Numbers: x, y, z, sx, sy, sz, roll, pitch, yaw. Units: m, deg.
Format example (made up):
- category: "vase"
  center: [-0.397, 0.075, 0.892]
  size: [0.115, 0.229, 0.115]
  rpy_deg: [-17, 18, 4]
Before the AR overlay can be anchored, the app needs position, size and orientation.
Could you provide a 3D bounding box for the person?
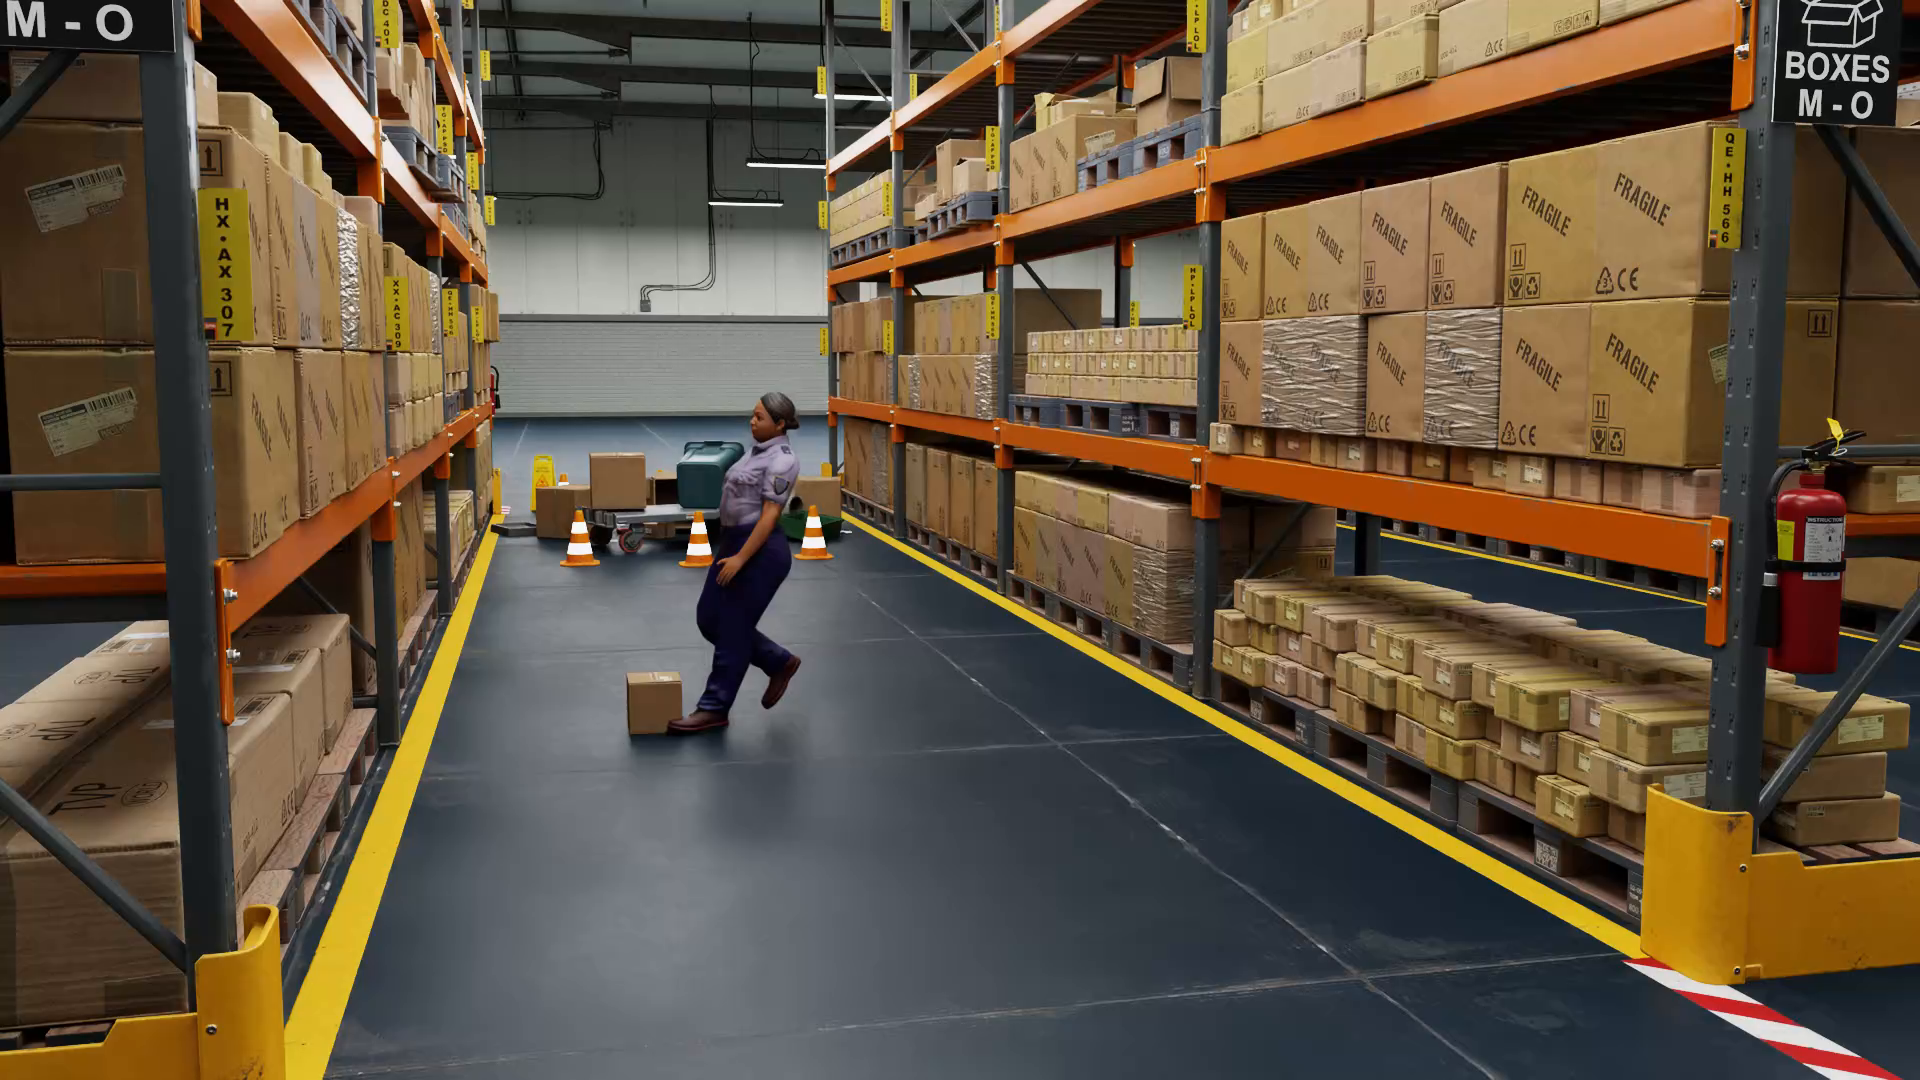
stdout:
- category: "person"
  center: [-1.085, 0.091, 8.005]
  size: [0.715, 1.602, 0.521]
  rpy_deg: [-3, 7, -25]
